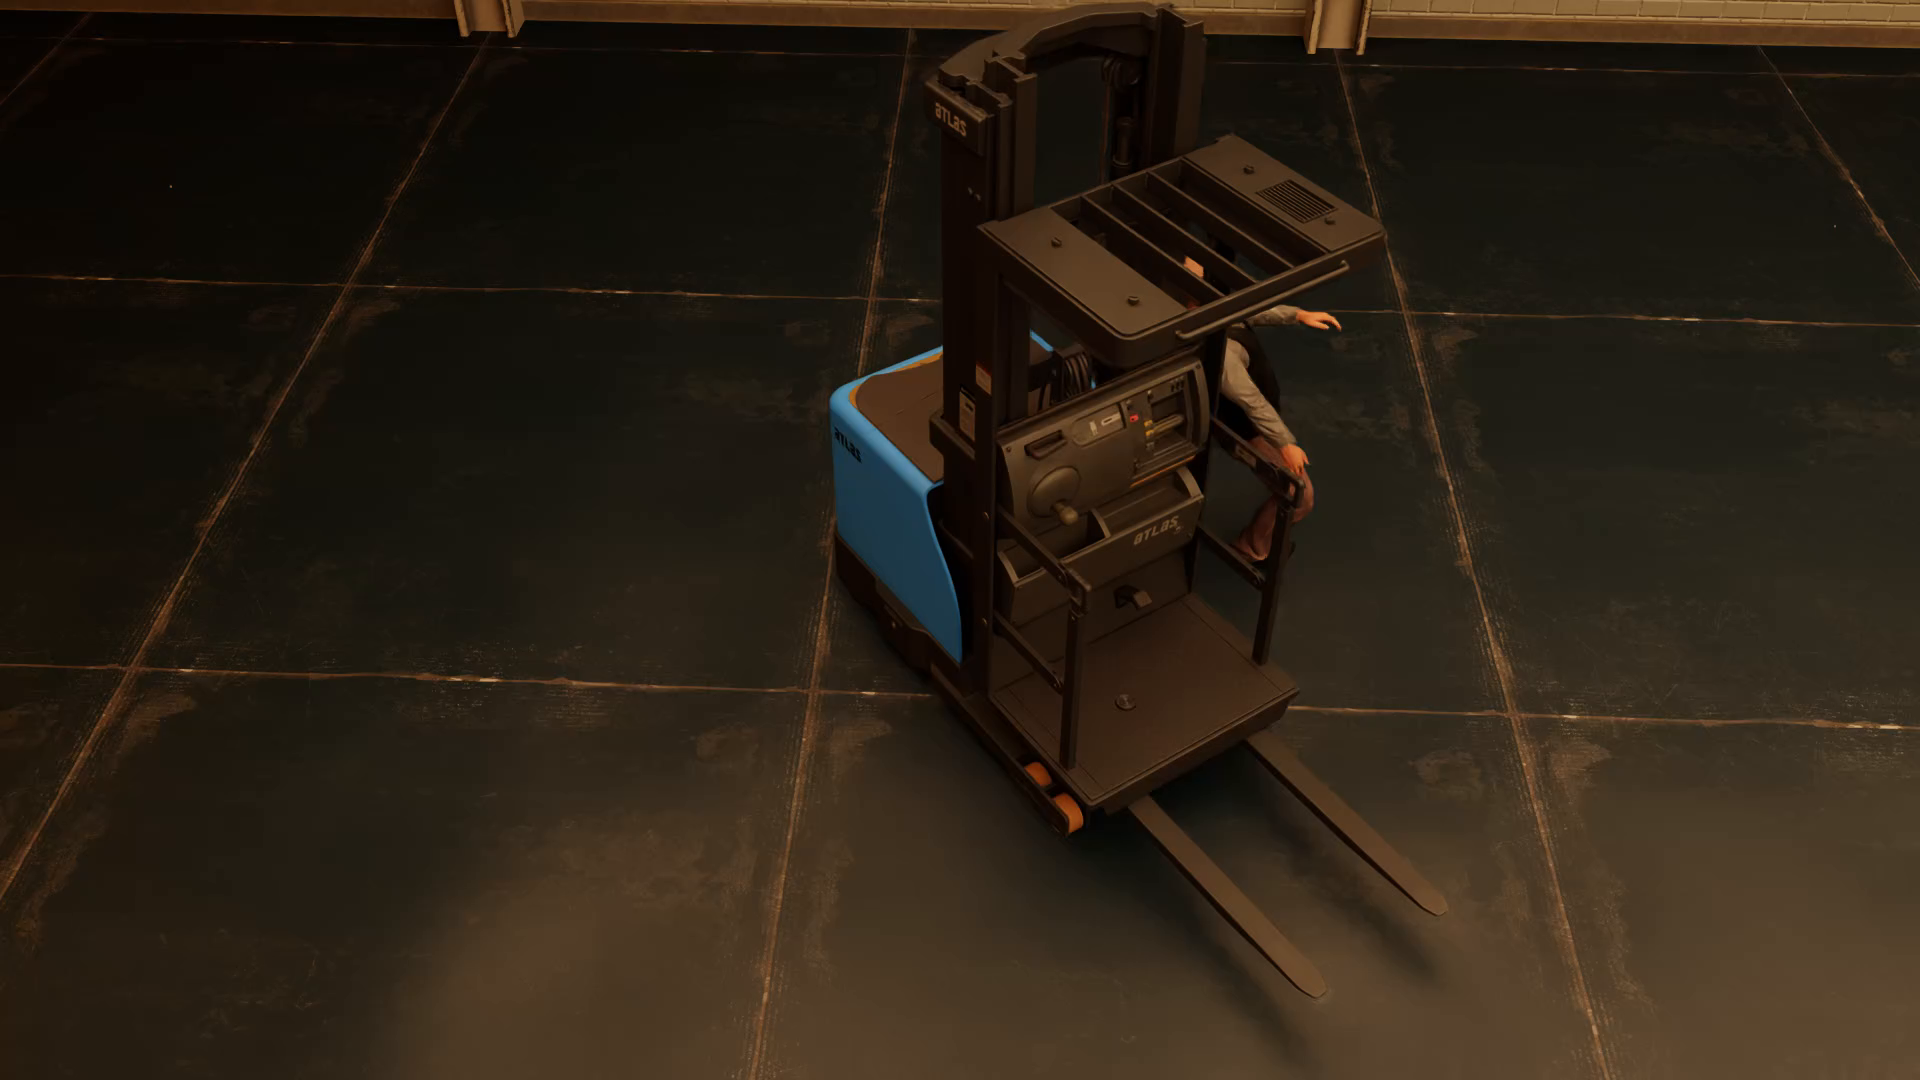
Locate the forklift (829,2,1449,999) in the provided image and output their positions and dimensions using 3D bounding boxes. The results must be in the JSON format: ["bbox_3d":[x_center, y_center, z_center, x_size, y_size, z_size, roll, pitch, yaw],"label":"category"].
[{"bbox_3d":[0.672,-0.281,6.051,1.130,2.935,3.031,-25,48,-25],"label":"forklift"}]

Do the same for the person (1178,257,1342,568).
[{"bbox_3d":[1.247,-0.510,7.319,0.833,1.556,0.849,-18,46,-19],"label":"person"}]
